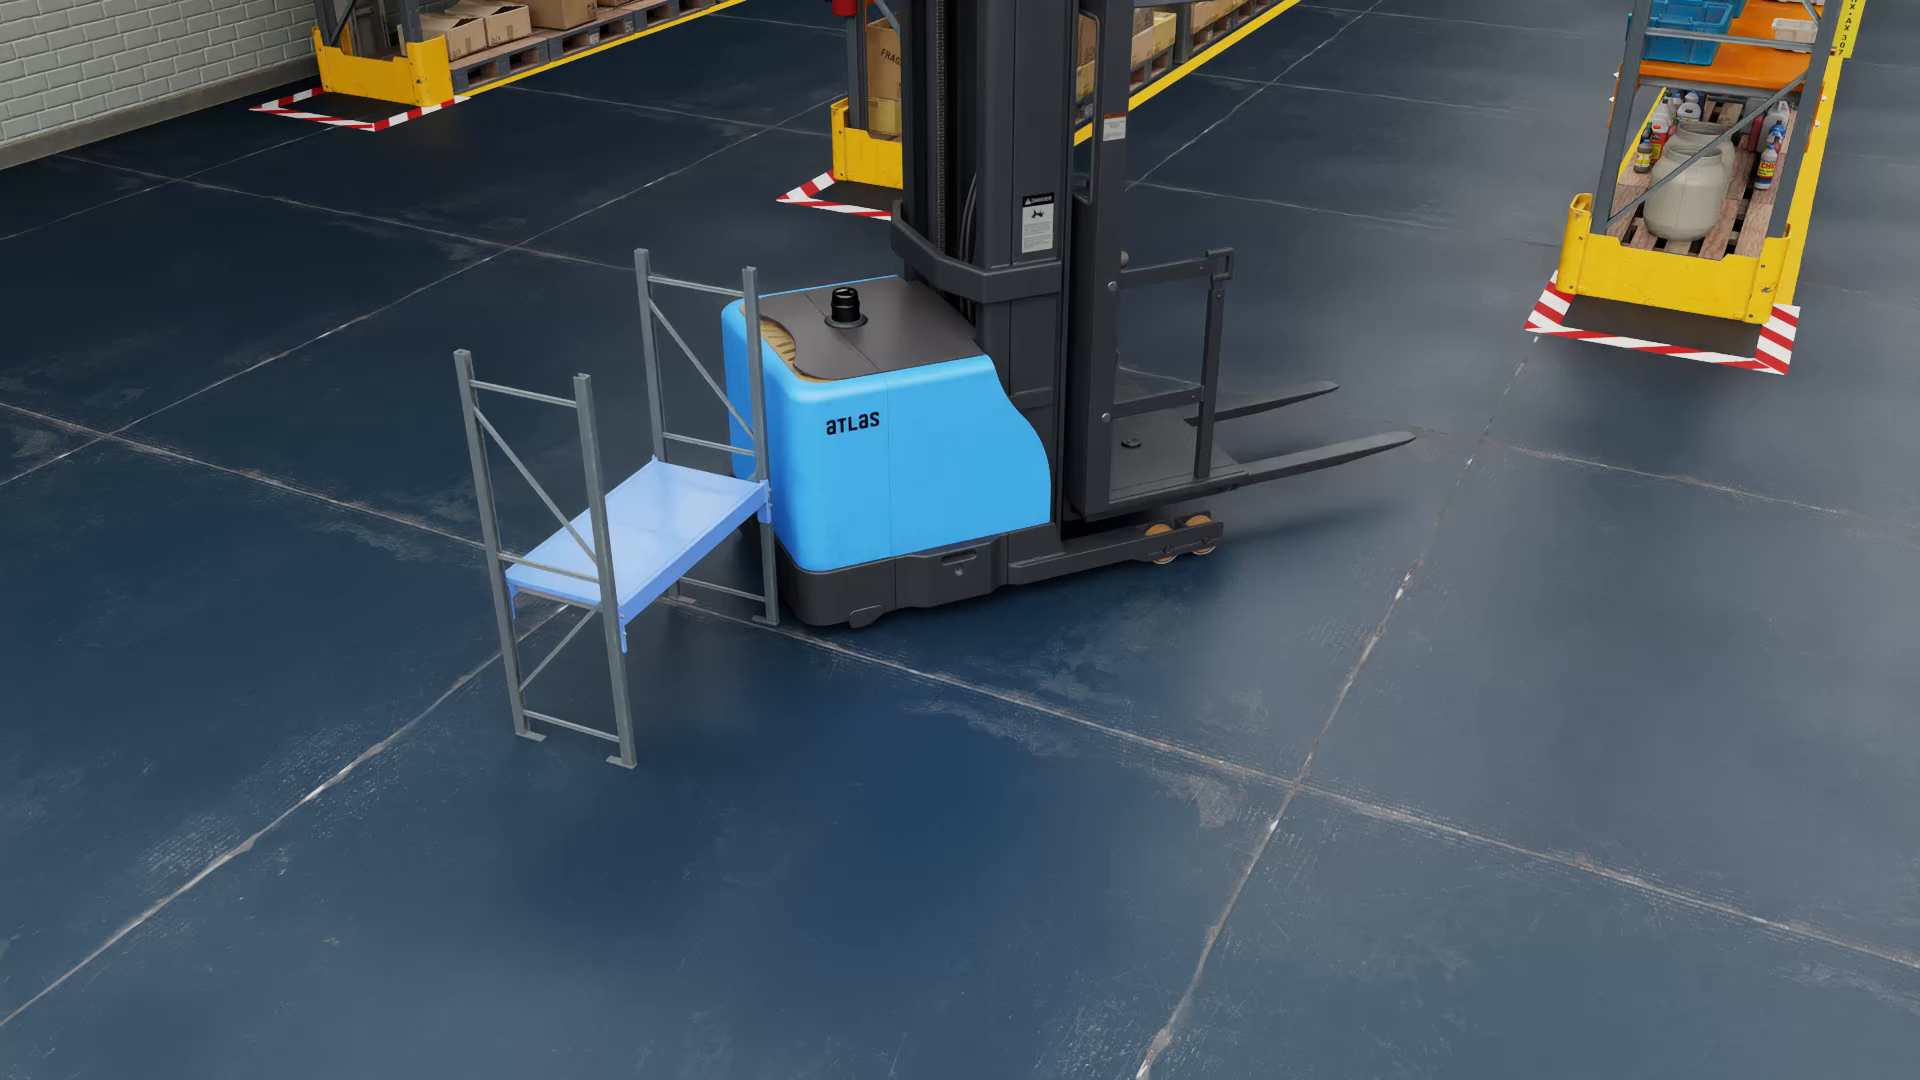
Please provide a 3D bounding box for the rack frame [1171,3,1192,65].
[{"bbox_3d":[1.519,-5.569,13.935,1.000,3.000,0.127,14,33,23],"label":"rack frame"}]

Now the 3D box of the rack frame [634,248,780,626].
[{"bbox_3d":[-0.958,-0.363,6.376,0.500,1.500,0.032,13,32,21],"label":"rack frame"}]

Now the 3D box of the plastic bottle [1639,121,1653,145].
[{"bbox_3d":[4.589,-2.653,11.143,0.061,0.283,0.133,15,33,24],"label":"plastic bottle"}]

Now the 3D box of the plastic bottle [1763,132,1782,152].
[{"bbox_3d":[5.365,-2.563,10.999,0.097,0.271,0.097,0,30,0],"label":"plastic bottle"}]

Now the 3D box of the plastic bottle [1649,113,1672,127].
[{"bbox_3d":[4.754,-2.761,11.338,0.152,0.276,0.135,13,32,22],"label":"plastic bottle"}]

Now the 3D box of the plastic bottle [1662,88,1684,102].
[{"bbox_3d":[5.104,-3.138,11.921,0.144,0.351,0.185,13,32,21],"label":"plastic bottle"}]

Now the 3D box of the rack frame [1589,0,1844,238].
[{"bbox_3d":[4.105,-2.670,8.888,1.000,3.000,0.127,14,33,23],"label":"rack frame"}]

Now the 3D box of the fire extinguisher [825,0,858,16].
[{"bbox_3d":[-0.770,-3.815,10.959,0.296,0.674,0.183,14,33,23],"label":"fire extinguisher"}]

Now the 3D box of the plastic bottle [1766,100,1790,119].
[{"bbox_3d":[5.656,-2.906,11.517,0.144,0.351,0.185,14,33,23],"label":"plastic bottle"}]

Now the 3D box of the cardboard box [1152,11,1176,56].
[{"bbox_3d":[1.503,-4.303,14.071,0.500,0.250,0.500,14,33,23],"label":"cardboard box"}]

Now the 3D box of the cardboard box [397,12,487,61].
[{"bbox_3d":[-4.319,-4.229,13.860,0.500,0.311,0.500,11,32,18],"label":"cardboard box"}]

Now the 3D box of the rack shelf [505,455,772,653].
[{"bbox_3d":[-1.166,0.024,6.063,0.538,0.185,1.000,13,32,21],"label":"rack shelf"}]

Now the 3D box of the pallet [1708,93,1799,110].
[{"bbox_3d":[6.251,-3.591,13.292,1.003,0.211,1.213,14,33,23],"label":"pallet"}]

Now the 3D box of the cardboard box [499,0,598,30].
[{"bbox_3d":[-3.681,-4.877,14.800,0.700,0.500,0.500,12,32,20],"label":"cardboard box"}]

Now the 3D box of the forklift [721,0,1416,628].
[{"bbox_3d":[0.574,-1.397,6.739,3.031,2.935,1.130,-12,32,-20],"label":"forklift"}]

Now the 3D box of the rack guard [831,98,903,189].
[{"bbox_3d":[-0.314,-2.701,11.451,1.175,0.500,0.348,14,33,23],"label":"rack guard"}]

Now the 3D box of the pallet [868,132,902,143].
[{"bbox_3d":[0.008,-2.935,12.149,1.003,0.211,1.213,14,33,23],"label":"pallet"}]

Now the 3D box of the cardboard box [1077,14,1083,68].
[{"bbox_3d":[0.582,-3.744,12.345,0.500,0.500,0.500,14,33,23],"label":"cardboard box"}]

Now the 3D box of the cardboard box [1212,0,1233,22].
[{"bbox_3d":[2.158,-4.907,15.123,0.500,0.250,0.500,15,33,24],"label":"cardboard box"}]

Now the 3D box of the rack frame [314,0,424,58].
[{"bbox_3d":[-4.714,-4.918,12.801,1.000,3.000,0.127,14,33,23],"label":"rack frame"}]

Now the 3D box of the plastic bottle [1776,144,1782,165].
[{"bbox_3d":[5.455,-2.621,11.170,0.097,0.201,0.097,0,30,0],"label":"plastic bottle"}]

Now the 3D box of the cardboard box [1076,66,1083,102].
[{"bbox_3d":[0.592,-3.417,12.527,0.500,0.250,0.500,14,33,23],"label":"cardboard box"}]

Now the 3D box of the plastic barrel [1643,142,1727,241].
[{"bbox_3d":[4.337,-2.083,9.941,0.421,0.512,0.421,0,30,0],"label":"plastic barrel"}]

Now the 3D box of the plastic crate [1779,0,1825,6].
[{"bbox_3d":[5.413,-3.552,10.688,0.530,0.136,0.437,14,33,23],"label":"plastic crate"}]

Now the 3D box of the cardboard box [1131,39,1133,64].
[{"bbox_3d":[1.052,-3.859,13.297,0.500,0.250,0.500,14,33,23],"label":"cardboard box"}]

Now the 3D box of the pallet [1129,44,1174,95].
[{"bbox_3d":[1.120,-4.017,14.032,1.003,0.211,1.213,14,33,23],"label":"pallet"}]

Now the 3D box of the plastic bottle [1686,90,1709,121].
[{"bbox_3d":[5.319,-3.189,12.010,0.144,0.351,0.185,14,33,23],"label":"plastic bottle"}]

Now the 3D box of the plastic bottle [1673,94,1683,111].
[{"bbox_3d":[5.071,-3.030,11.812,0.097,0.271,0.097,0,30,0],"label":"plastic bottle"}]

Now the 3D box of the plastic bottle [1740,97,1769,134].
[{"bbox_3d":[5.660,-3.040,11.824,0.152,0.276,0.135,14,33,23],"label":"plastic bottle"}]

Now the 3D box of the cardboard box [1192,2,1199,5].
[{"bbox_3d":[1.930,-4.928,14.596,0.500,0.311,0.500,14,33,23],"label":"cardboard box"}]

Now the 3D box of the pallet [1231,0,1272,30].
[{"bbox_3d":[2.375,-5.238,16.159,1.003,0.211,1.213,14,33,23],"label":"pallet"}]

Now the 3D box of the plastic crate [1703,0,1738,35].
[{"bbox_3d":[4.368,-3.182,9.928,0.499,0.251,0.408,14,33,23],"label":"plastic crate"}]

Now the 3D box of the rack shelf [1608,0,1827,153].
[{"bbox_3d":[5.016,-3.245,10.611,1.077,0.370,4.000,14,33,23],"label":"rack shelf"}]

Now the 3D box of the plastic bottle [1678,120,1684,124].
[{"bbox_3d":[4.953,-2.794,11.472,0.097,0.201,0.097,0,30,0],"label":"plastic bottle"}]

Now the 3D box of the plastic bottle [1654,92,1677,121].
[{"bbox_3d":[4.911,-2.950,11.593,0.144,0.351,0.185,14,33,23],"label":"plastic bottle"}]

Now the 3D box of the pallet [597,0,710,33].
[{"bbox_3d":[-3.167,-5.176,16.051,1.003,0.211,1.213,14,33,23],"label":"pallet"}]

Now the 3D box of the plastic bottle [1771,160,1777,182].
[{"bbox_3d":[5.256,-2.426,10.832,0.097,0.201,0.097,0,30,0],"label":"plastic bottle"}]

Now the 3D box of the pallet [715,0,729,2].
[{"bbox_3d":[-2.539,-5.827,17.185,1.003,0.211,1.213,14,33,23],"label":"pallet"}]

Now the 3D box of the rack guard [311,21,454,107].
[{"bbox_3d":[-4.680,-3.867,13.483,1.175,0.500,0.348,14,33,23],"label":"rack guard"}]

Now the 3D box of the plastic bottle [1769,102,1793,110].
[{"bbox_3d":[5.803,-3.050,11.767,0.144,0.351,0.185,13,32,21],"label":"plastic bottle"}]

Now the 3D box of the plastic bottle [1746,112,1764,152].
[{"bbox_3d":[5.483,-2.830,11.452,0.061,0.283,0.133,14,33,23],"label":"plastic bottle"}]

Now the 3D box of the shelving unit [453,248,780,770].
[{"bbox_3d":[-1.166,-0.132,5.973,0.538,1.500,1.048,13,32,21],"label":"shelving unit"}]

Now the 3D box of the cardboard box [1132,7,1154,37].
[{"bbox_3d":[1.265,-4.410,13.503,0.500,0.500,0.500,14,33,23],"label":"cardboard box"}]

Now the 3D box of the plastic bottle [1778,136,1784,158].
[{"bbox_3d":[5.549,-2.712,11.329,0.097,0.201,0.097,0,30,0],"label":"plastic bottle"}]

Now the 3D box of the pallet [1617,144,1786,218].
[{"bbox_3d":[5.030,-2.403,11.223,1.003,0.211,1.213,14,33,23],"label":"pallet"}]
